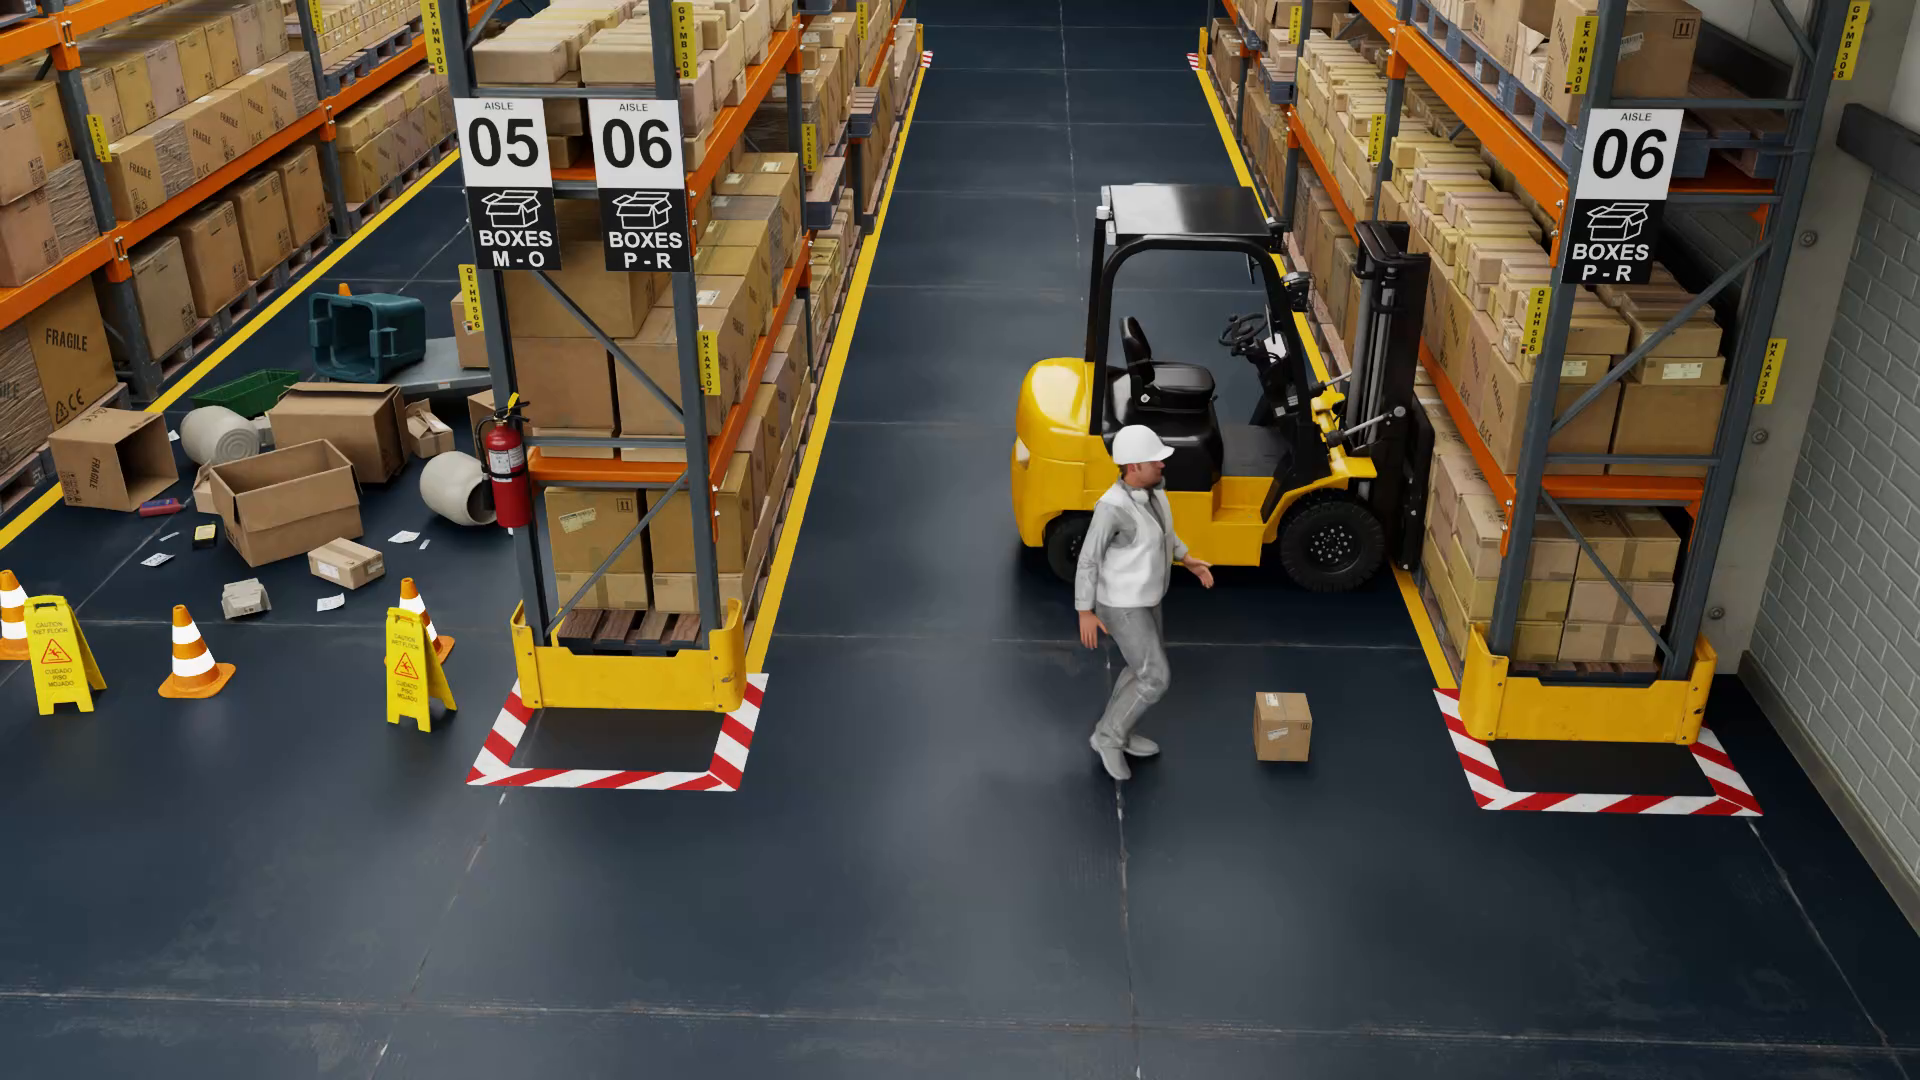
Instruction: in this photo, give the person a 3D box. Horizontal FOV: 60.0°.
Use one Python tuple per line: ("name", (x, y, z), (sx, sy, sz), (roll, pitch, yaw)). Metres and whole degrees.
("person", (0.894, 0.301, 8.091), (0.529, 1.789, 0.697), (13, 31, 24))
